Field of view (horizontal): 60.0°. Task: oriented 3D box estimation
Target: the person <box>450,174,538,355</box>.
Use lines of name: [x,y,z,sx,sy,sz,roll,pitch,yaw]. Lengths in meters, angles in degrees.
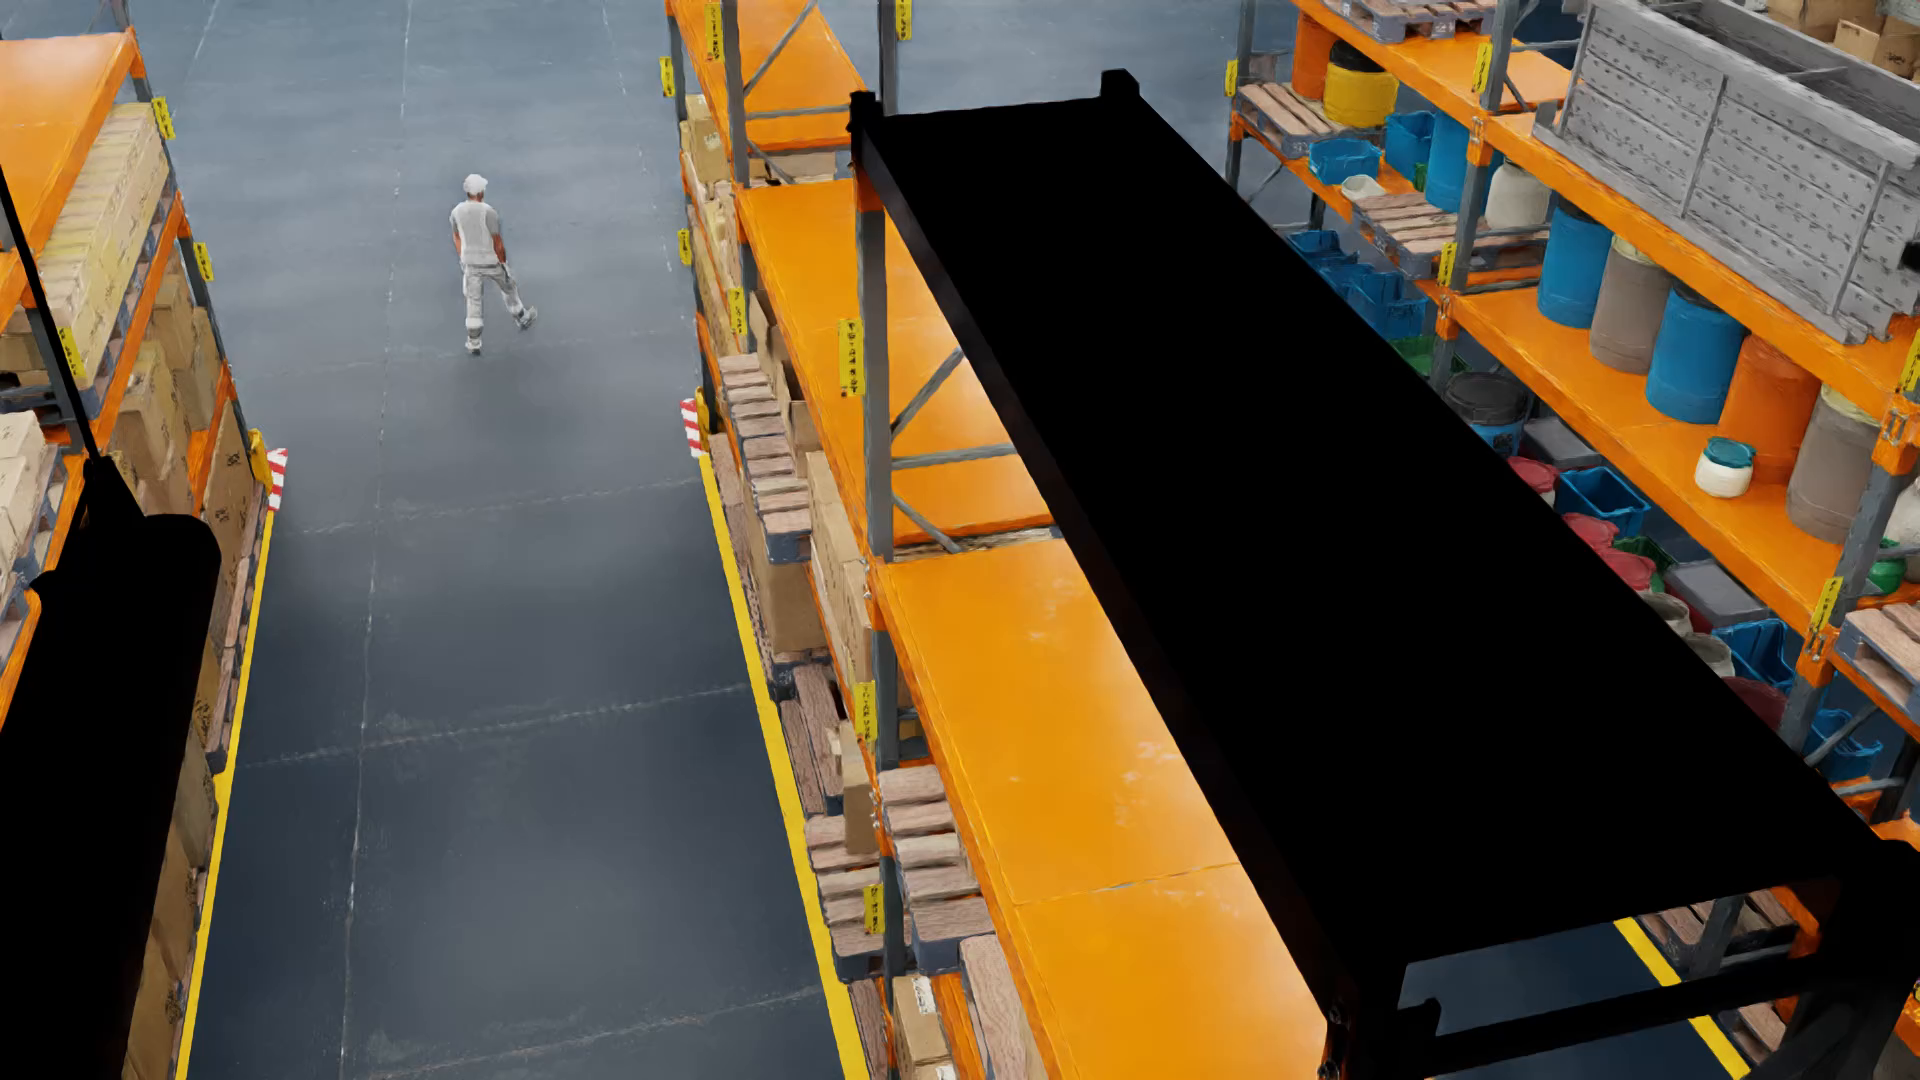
person: [-4.734,-2.821,16.661,0.612,1.743,0.929,6,35,9]
